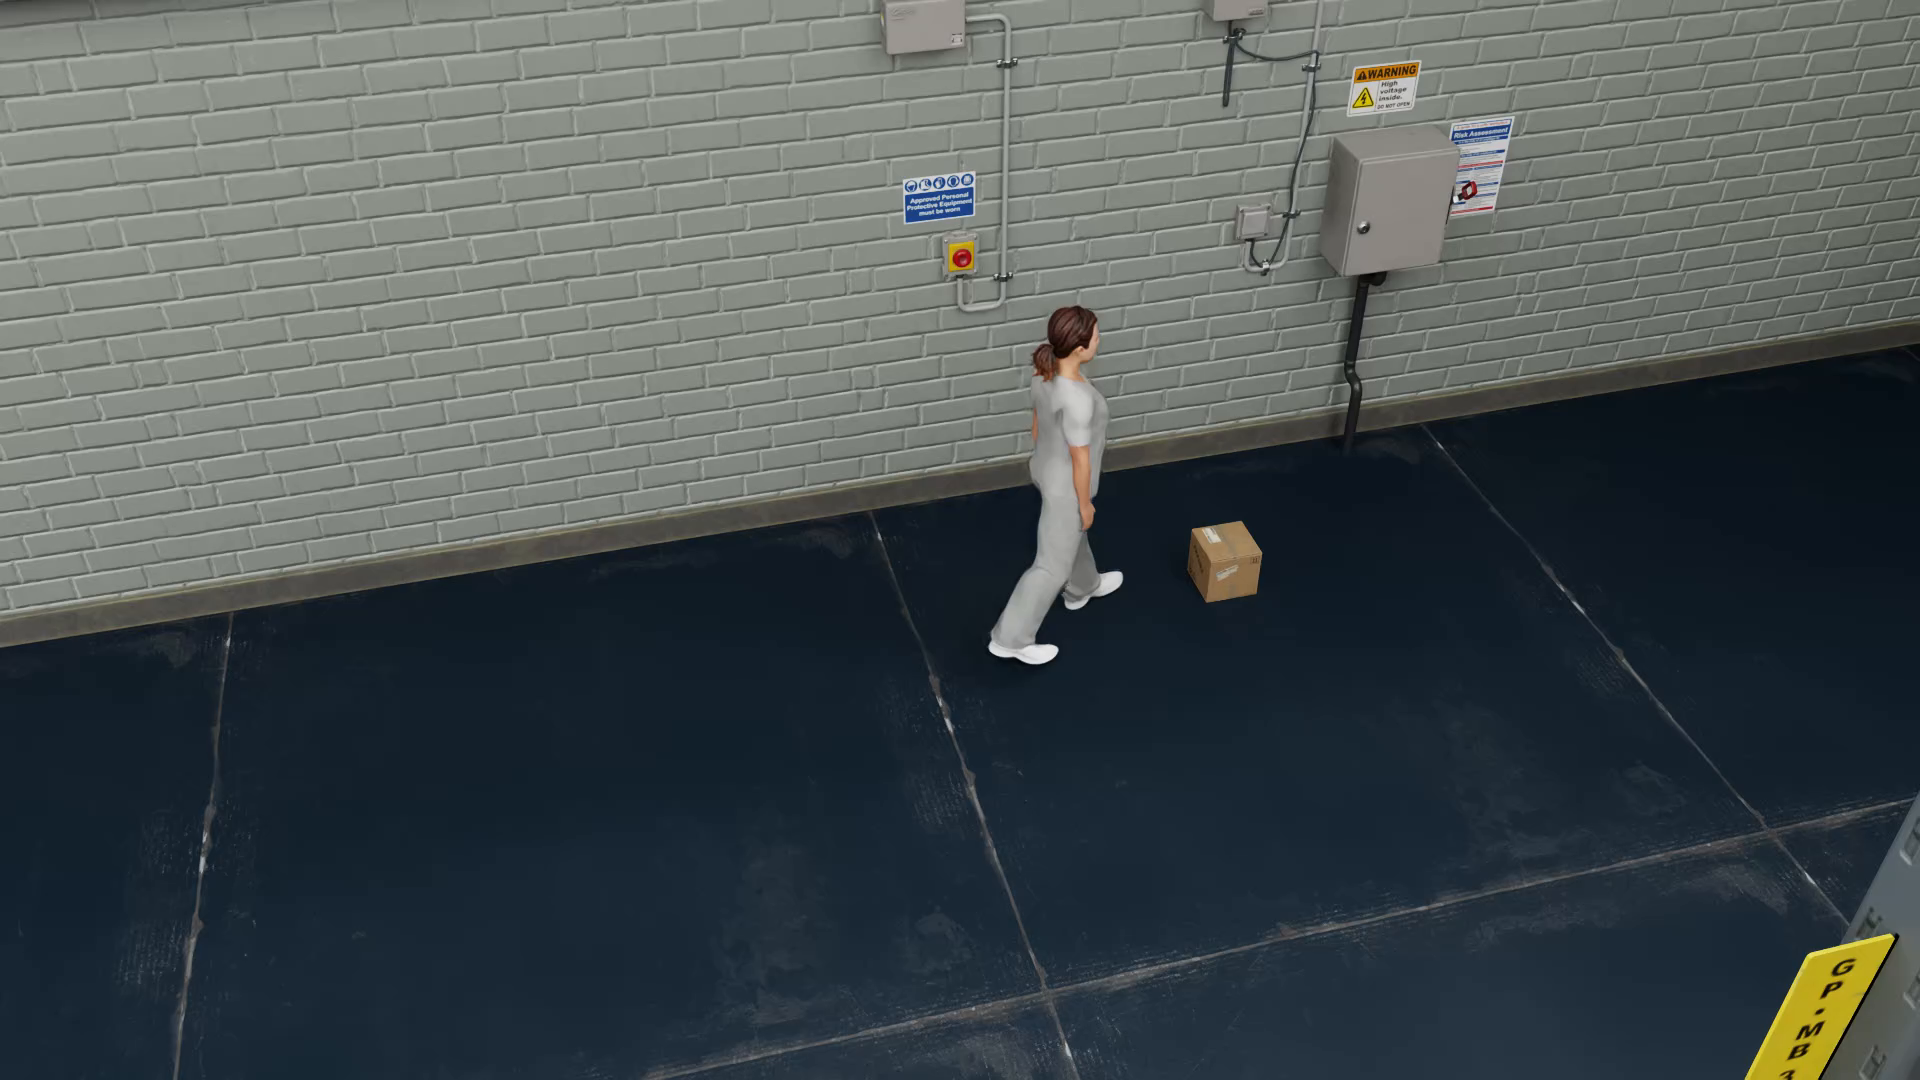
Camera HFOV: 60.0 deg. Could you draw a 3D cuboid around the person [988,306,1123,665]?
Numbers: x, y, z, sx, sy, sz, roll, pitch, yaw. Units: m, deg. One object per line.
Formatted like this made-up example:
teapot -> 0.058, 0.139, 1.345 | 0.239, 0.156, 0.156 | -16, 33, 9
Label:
person -> 0.452, -0.248, 7.028 | 0.759, 1.664, 0.470 | -12, 40, -15
